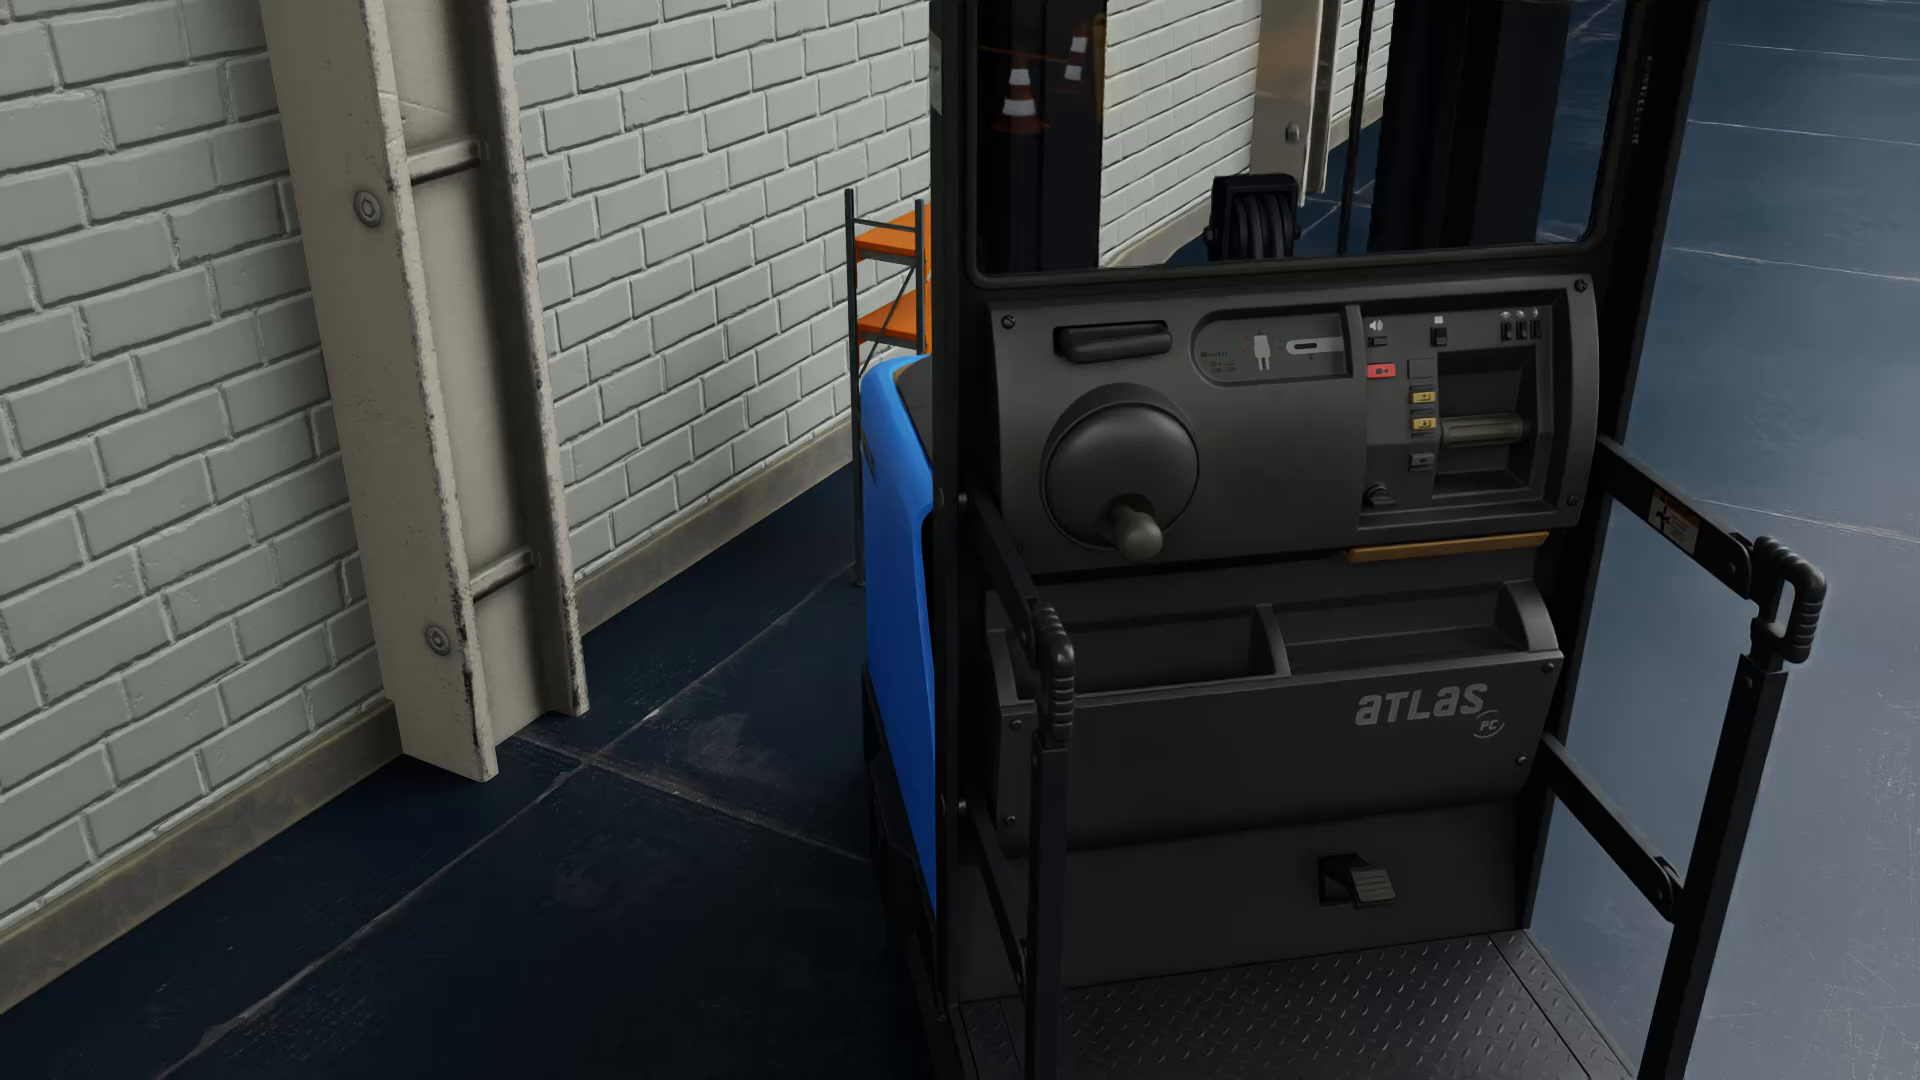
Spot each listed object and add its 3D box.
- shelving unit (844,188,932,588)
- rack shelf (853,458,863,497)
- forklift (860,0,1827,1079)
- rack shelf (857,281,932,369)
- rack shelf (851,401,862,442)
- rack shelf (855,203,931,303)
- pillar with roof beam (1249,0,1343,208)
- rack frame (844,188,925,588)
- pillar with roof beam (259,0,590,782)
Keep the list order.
[{"bbox_3d":[-0.081,-0.472,4.853,0.258,1.200,0.503,14,30,26],"label":"shelving unit"},{"bbox_3d":[-0.081,-0.234,4.972,0.258,0.148,0.480,14,30,26],"label":"rack shelf"},{"bbox_3d":[0.548,-0.147,2.270,1.130,2.935,3.031,-5,27,-10],"label":"forklift"},{"bbox_3d":[-0.081,-0.612,4.783,0.258,0.148,0.480,14,30,26],"label":"rack shelf"},{"bbox_3d":[-0.081,-0.412,4.883,0.258,0.148,0.480,14,30,26],"label":"rack shelf"},{"bbox_3d":[-0.081,-0.823,4.677,0.258,0.148,0.480,14,30,26],"label":"rack shelf"},{"bbox_3d":[5.499,-4.931,5.048,9.100,9.000,0.400,14,30,26],"label":"pillar with roof beam"},{"bbox_3d":[-0.201,-0.377,4.663,0.240,1.200,0.015,14,30,26],"label":"rack frame"},{"bbox_3d":[2.548,-2.593,0.377,9.100,9.000,0.400,14,30,26],"label":"pillar with roof beam"}]
